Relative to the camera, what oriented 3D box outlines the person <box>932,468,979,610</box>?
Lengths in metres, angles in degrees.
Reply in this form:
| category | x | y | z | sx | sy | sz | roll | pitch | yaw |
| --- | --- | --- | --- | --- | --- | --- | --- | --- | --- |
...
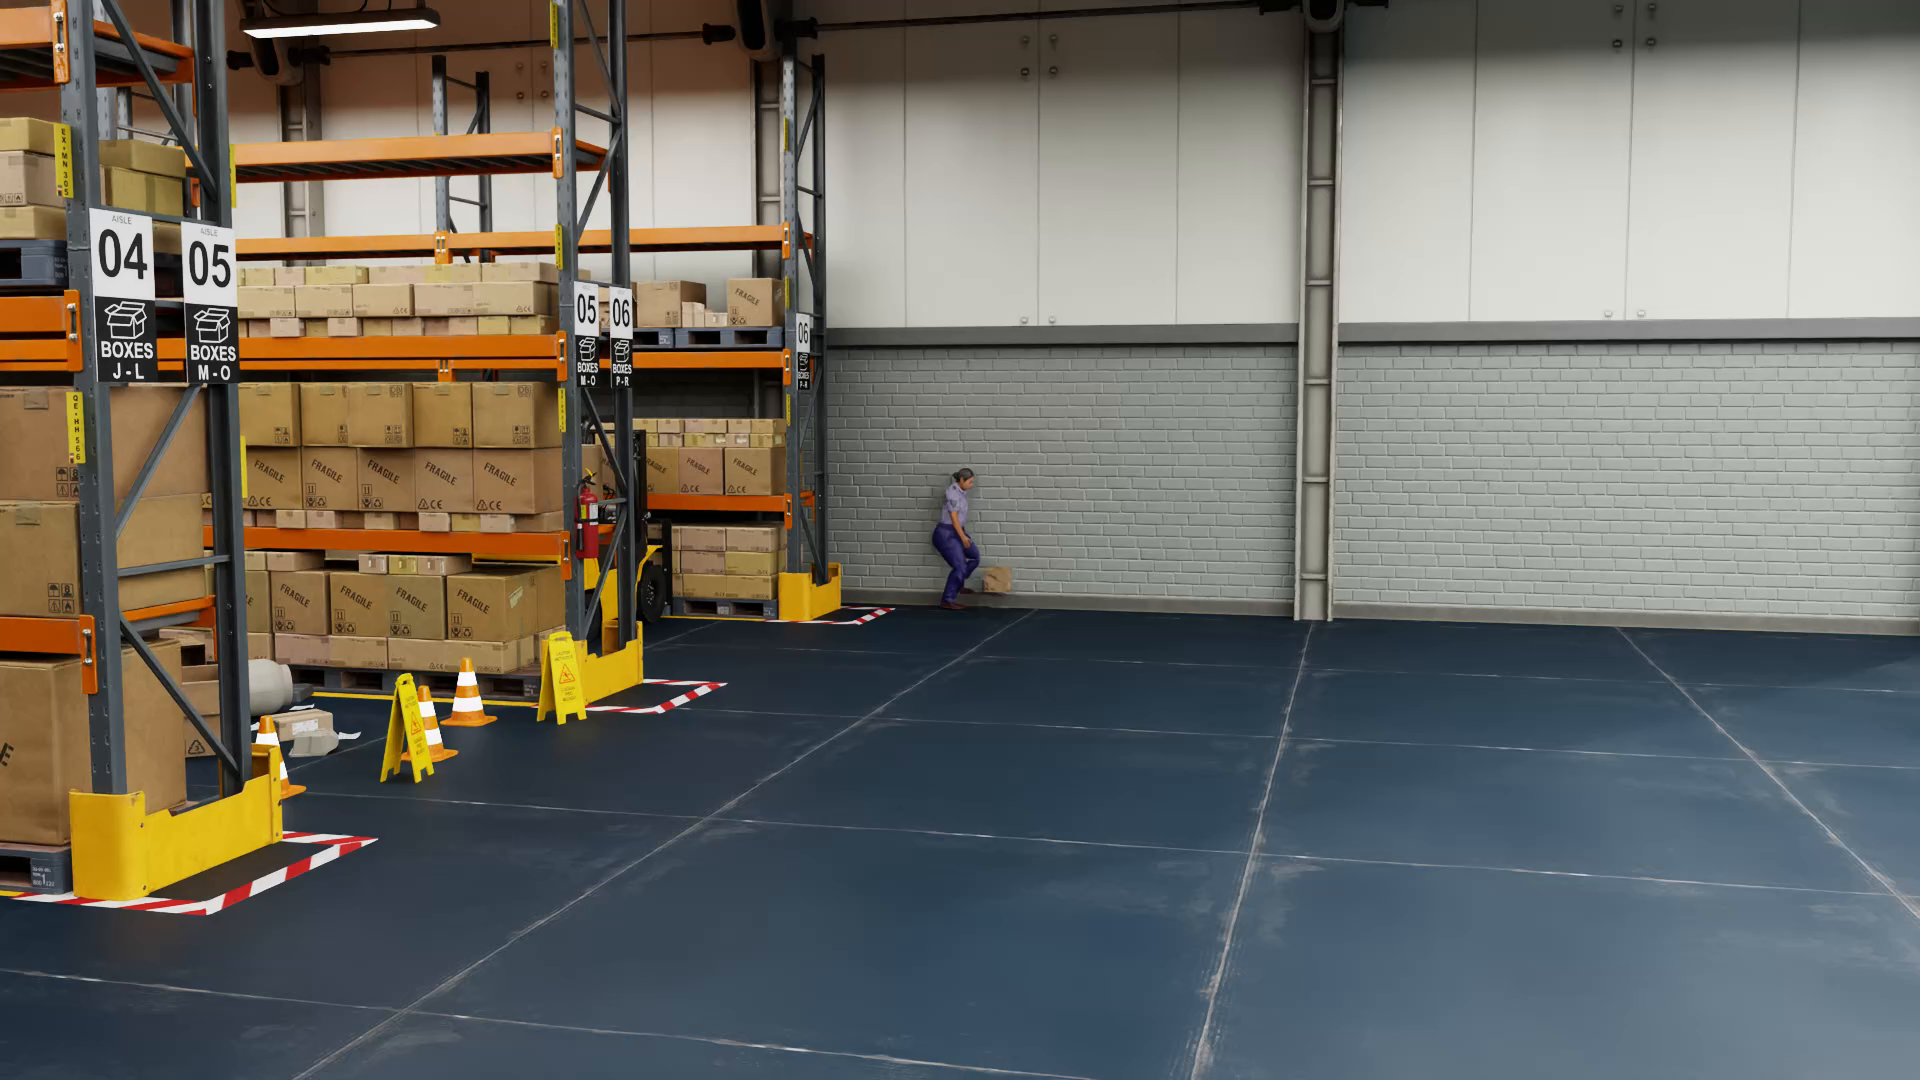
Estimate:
| category | x | y | z | sx | sy | sz | roll | pitch | yaw |
| --- | --- | --- | --- | --- | --- | --- | --- | --- | --- |
| person | -0.022 | -0.021 | 18.461 | 0.521 | 1.560 | 0.515 | 1 | 5 | 15 |
